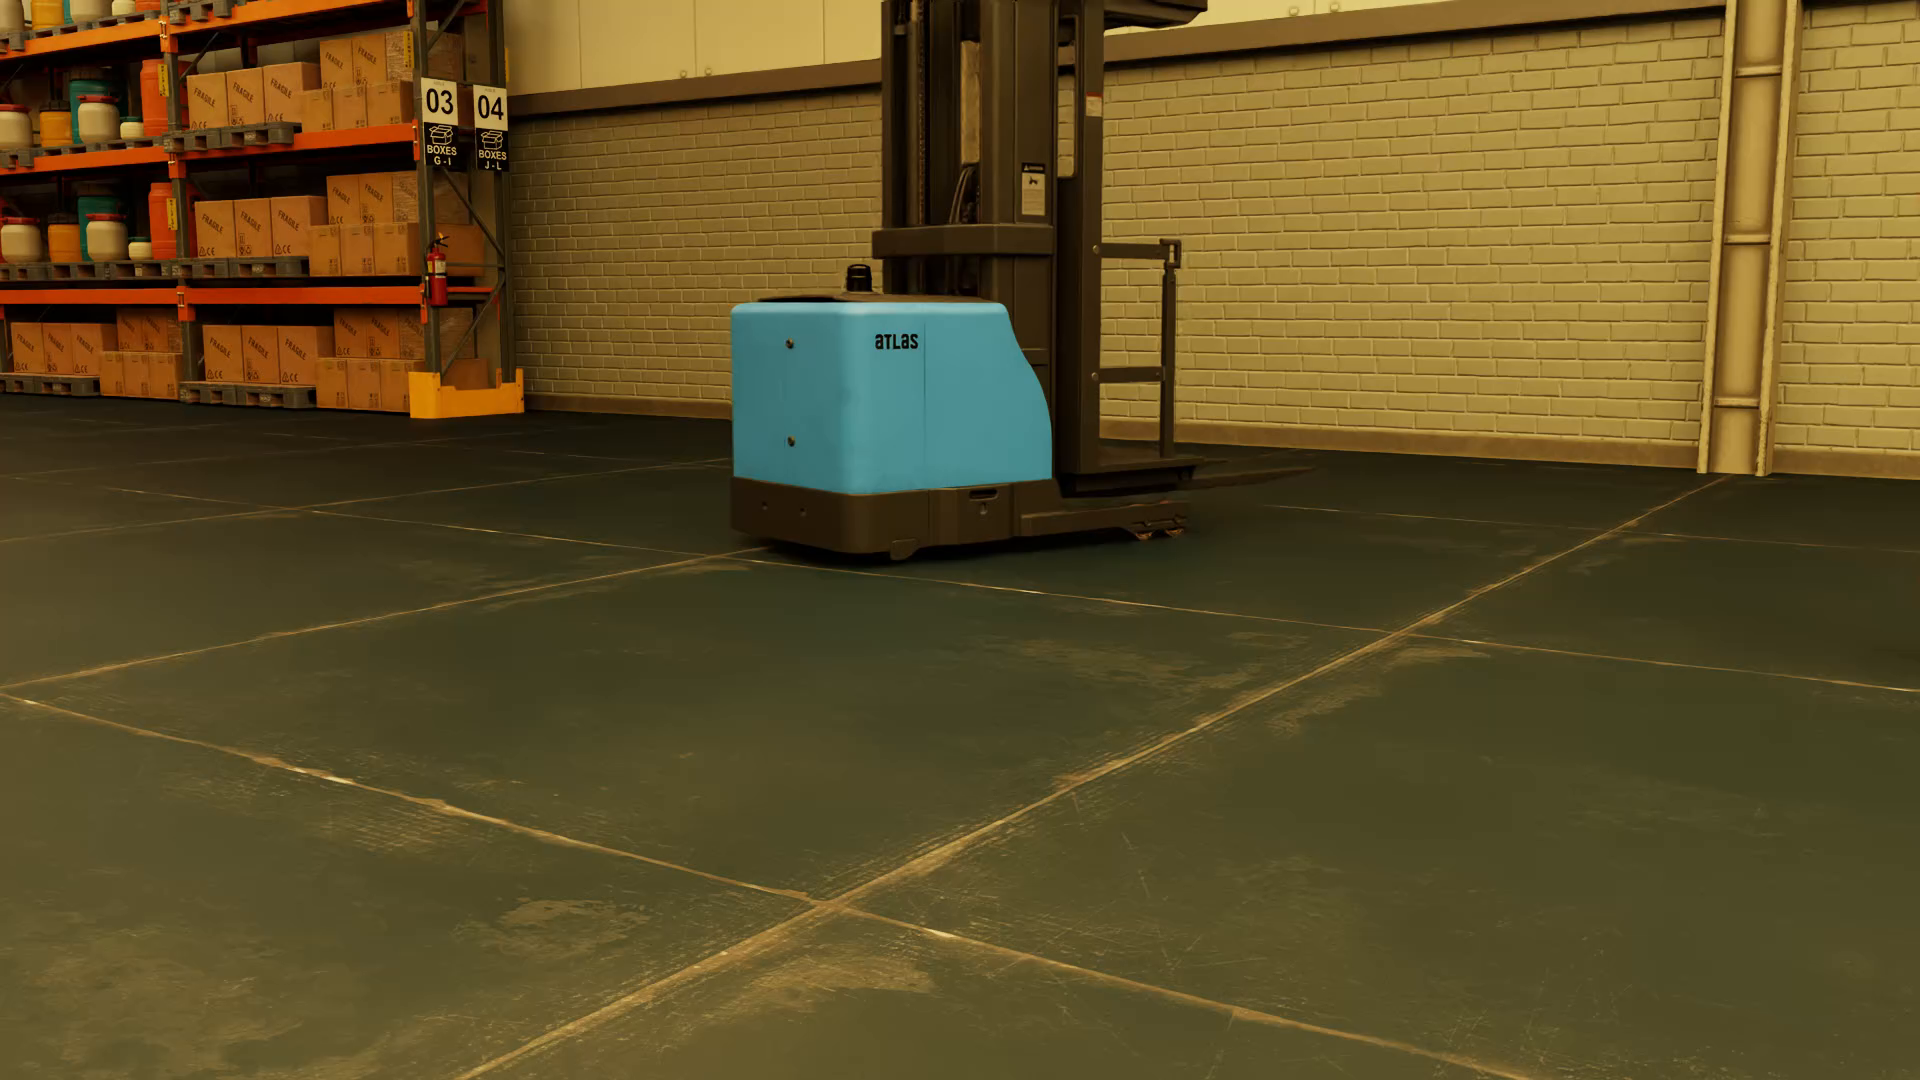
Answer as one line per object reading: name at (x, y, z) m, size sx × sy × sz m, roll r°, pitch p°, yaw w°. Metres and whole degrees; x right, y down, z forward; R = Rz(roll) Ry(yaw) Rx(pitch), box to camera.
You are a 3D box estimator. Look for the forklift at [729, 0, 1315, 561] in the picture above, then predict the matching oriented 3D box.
forklift at (0.446, -1.507, 7.791) m, size 3.031 × 2.935 × 1.130 m, roll -6°, pitch 10°, yaw -37°
